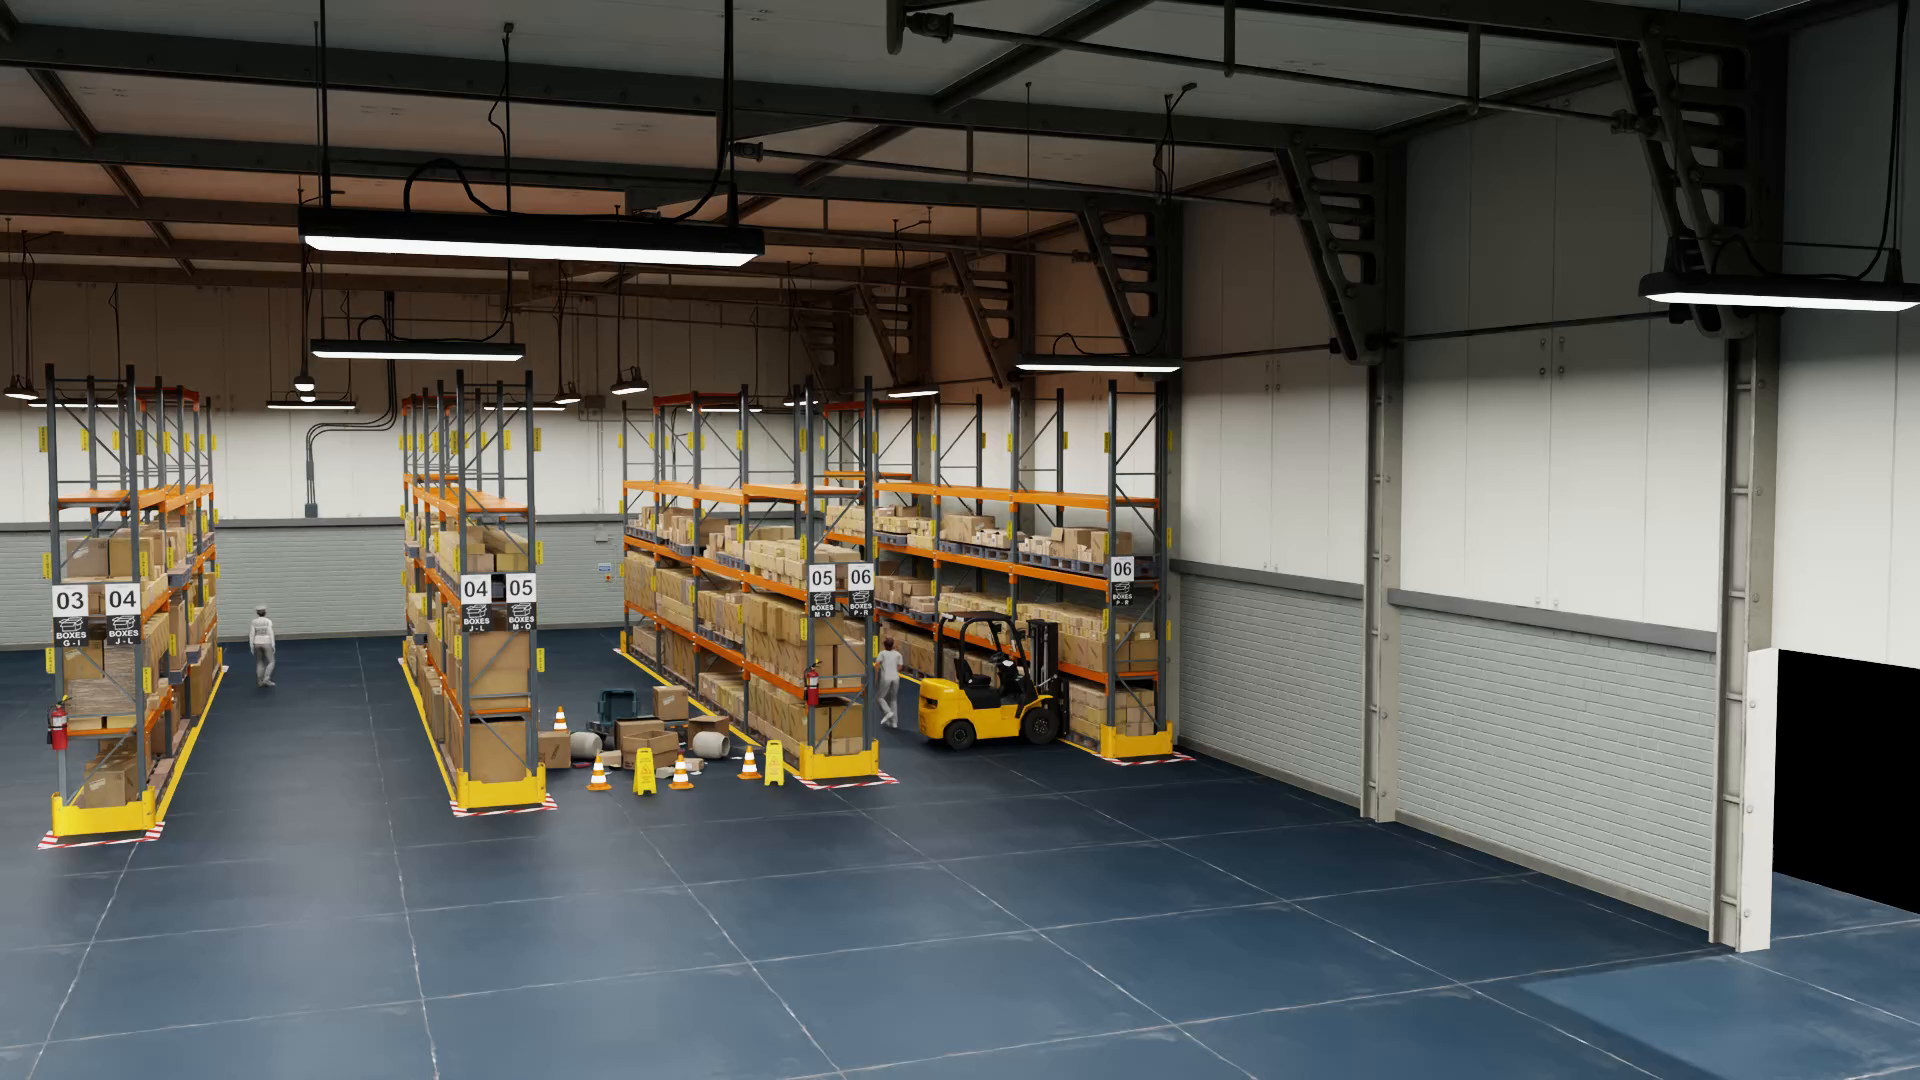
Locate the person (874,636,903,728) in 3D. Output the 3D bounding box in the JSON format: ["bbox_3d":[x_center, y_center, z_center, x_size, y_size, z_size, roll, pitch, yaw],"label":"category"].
[{"bbox_3d":[-1.262,2.503,29.456,0.563,1.569,0.726,-1,4,-20],"label":"person"}]

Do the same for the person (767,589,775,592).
[{"bbox_3d":[-5.005,1.650,42.485,0.924,1.736,0.584,-2,4,-33],"label":"person"}]

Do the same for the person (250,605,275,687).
[{"bbox_3d":[-14.305,2.176,34.075,0.521,1.680,0.485,0,3,3],"label":"person"}]
